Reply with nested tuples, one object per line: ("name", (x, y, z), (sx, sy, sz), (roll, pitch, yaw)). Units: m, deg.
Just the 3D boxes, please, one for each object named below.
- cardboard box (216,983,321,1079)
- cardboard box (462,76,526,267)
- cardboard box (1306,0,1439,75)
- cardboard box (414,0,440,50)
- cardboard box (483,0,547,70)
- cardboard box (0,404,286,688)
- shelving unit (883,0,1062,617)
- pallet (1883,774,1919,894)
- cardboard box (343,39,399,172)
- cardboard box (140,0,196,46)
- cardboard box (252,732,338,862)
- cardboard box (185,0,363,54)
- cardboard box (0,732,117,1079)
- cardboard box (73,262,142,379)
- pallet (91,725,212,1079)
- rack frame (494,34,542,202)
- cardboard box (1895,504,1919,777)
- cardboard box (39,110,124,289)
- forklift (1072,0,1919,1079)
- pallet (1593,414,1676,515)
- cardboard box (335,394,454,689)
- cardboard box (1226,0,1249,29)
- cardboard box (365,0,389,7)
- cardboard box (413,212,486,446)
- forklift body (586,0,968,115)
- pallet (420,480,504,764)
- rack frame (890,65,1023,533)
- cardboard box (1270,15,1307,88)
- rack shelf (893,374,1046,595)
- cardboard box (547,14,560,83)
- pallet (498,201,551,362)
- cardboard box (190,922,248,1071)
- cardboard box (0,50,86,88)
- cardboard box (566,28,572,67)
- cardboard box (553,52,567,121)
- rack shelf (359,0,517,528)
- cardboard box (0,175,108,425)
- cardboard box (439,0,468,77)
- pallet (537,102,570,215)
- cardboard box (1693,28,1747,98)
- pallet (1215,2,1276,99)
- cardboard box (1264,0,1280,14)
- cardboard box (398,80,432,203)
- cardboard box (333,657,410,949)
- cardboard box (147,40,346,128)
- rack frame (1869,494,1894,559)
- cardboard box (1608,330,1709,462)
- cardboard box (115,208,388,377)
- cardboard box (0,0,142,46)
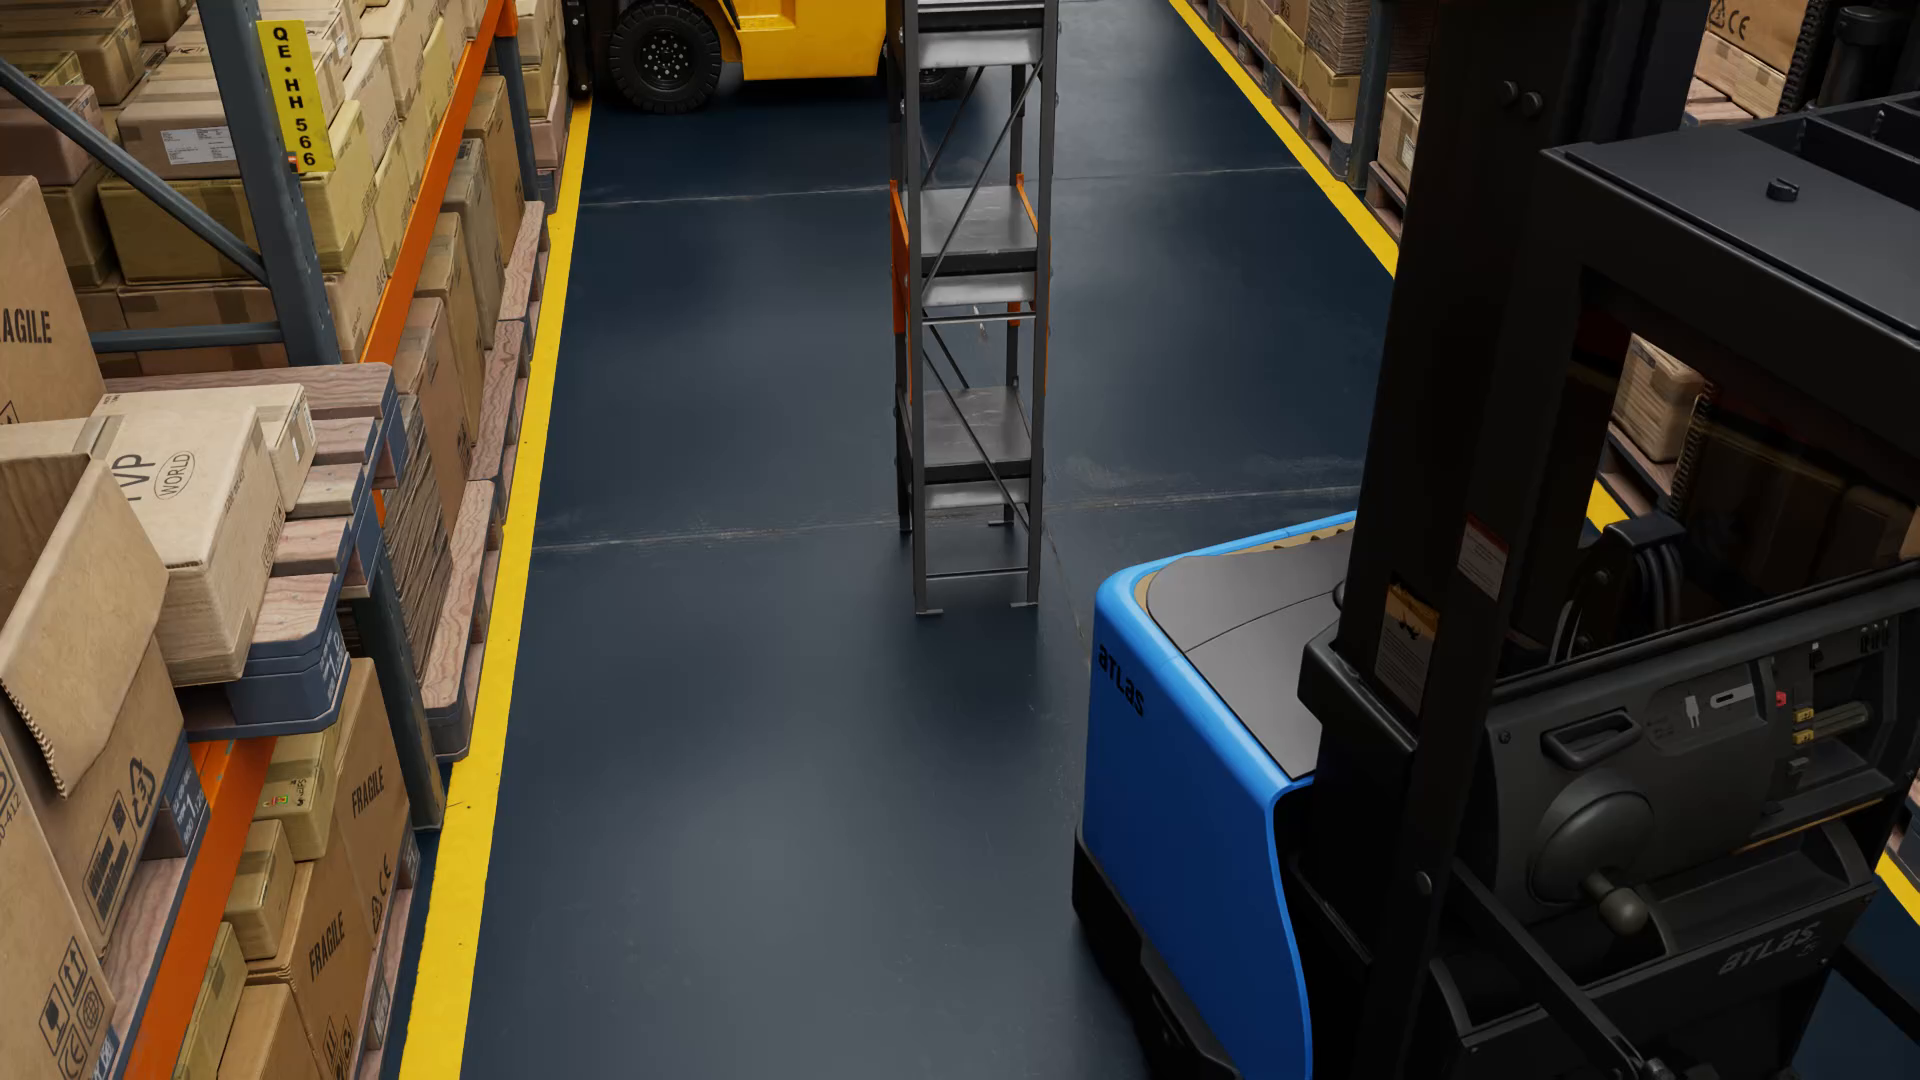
("cardboard box", (-1.530, 1.216, 3.149), (0.500, 0.500, 0.500), (-3, 34, -4))
("cardboard box", (-2.387, -1.569, 7.124), (0.875, 0.625, 0.625), (-3, 34, -4))
("cardboard box", (2.104, -2.702, 8.454), (0.500, 0.500, 0.500), (-5, 35, -7))
("cardboard box", (-1.960, -1.702, 5.273), (0.500, 0.250, 0.500), (-4, 34, -6))
("cardboard box", (-2.222, -2.411, 7.805), (0.500, 0.250, 0.500), (-5, 35, -7))
("cardboard box", (-1.468, 0.018, 2.821), (0.500, 0.250, 0.500), (-6, 35, -9))
("shelving unit", (0.022, -0.775, 5.023), (0.431, 2.100, 0.503), (-4, 35, -6))
("pallet", (3.019, 0.785, 4.411), (1.003, 0.211, 1.213), (-4, 35, -6))
("cardboard box", (-1.814, -1.125, 4.427), (0.500, 0.250, 0.500), (-3, 34, -5))
("cardboard box", (-2.401, -1.374, 4.792), (0.500, 0.250, 0.500), (-5, 35, -7))
("cardboard box", (-1.545, 0.563, 3.531), (0.380, 0.149, 0.250), (-6, 35, -9))
("cardboard box", (-1.826, -1.380, 4.446), (0.380, 0.149, 0.250), (-4, 34, -6))
("cardboard box", (-1.411, 0.569, 1.790), (0.700, 0.500, 0.500), (-5, 35, -7))
("cardboard box", (-2.244, -0.604, 4.106), (0.500, 0.250, 0.500), (-5, 35, -7))
("pallet", (-1.664, 0.729, 2.187), (1.003, 0.211, 1.213), (-4, 35, -6))
("rack frame", (-2.468, -2.667, 7.000), (1.000, 3.000, 0.127), (-4, 35, -6))
("cardboard box", (2.998, 0.283, 4.185), (0.875, 0.875, 0.875), (-5, 35, -7))
("cardboard box", (-2.266, -0.809, 3.963), (0.500, 0.250, 0.500), (-4, 34, -5))
("forklift", (1.325, 0.412, 2.543), (1.130, 2.935, 3.031), (-13, 36, -19))
("pallet", (2.884, -0.097, 5.705), (1.003, 0.211, 1.213), (-4, 35, -6))
("cardboard box", (-2.001, 0.024, 4.787), (0.875, 0.625, 0.625), (-3, 34, -5))
("cardboard box", (1.893, -3.254, 9.931), (0.500, 0.250, 0.500), (-2, 34, -3))
("cardboard box", (-1.865, -1.664, 4.863), (0.380, 0.149, 0.250), (-4, 34, -5))
("cardboard box", (-2.187, -0.716, 5.873), (0.875, 0.625, 0.625), (-6, 35, -8))
("forklift body", (-0.943, -3.628, 9.164), (2.313, 2.155, 1.214), (-4, 35, -6))
("pallet", (-2.002, 0.255, 5.188), (1.003, 0.211, 1.213), (-4, 35, -6))
("rack frame", (-0.011, -0.911, 5.223), (0.400, 2.100, 0.015), (-4, 35, -6))
("cardboard box", (2.022, -2.688, 9.100), (0.500, 0.250, 0.500), (-5, 35, -8))
("rack shelf", (0.022, -0.186, 5.425), (0.431, 0.518, 0.480), (-4, 35, -6))
("cardboard box", (-2.297, -2.485, 8.358), (0.500, 0.250, 0.500), (-5, 35, -7))
("pallet", (-2.330, -1.107, 7.186), (1.003, 0.211, 1.213), (-4, 35, -6))
("cardboard box", (-1.563, 0.864, 3.089), (0.380, 0.149, 0.250), (-3, 34, -5))
("cardboard box", (-2.320, -1.048, 3.960), (0.380, 0.149, 0.250), (-4, 34, -5))
("cardboard box", (-2.422, -2.852, 9.340), (0.500, 0.250, 0.500), (-3, 34, -5))
("cardboard box", (-2.289, -2.282, 8.503), (0.500, 0.250, 0.500), (-5, 35, -7))
("rack shelf", (-2.199, -1.254, 5.565), (1.077, 0.370, 4.000), (-4, 35, -6))
("cardboard box", (-2.016, -0.351, 3.139), (0.500, 0.500, 0.500), (-3, 34, -4))
("cardboard box", (-2.032, -1.784, 5.838), (0.500, 0.250, 0.500), (-4, 34, -6))
("pallet", (-2.534, -1.962, 8.441), (1.003, 0.211, 1.213), (-4, 35, -6))
("cardboard box", (2.499, -1.470, 5.094), (0.380, 0.149, 0.250), (-6, 35, -9))
("pallet", (2.157, -2.947, 9.887), (1.003, 0.211, 1.213), (-4, 35, -6))
("cardboard box", (1.965, -3.270, 9.288), (0.500, 0.500, 0.500), (-3, 34, -4))
("cardboard box", (-1.887, -1.207, 4.991), (0.500, 0.250, 0.500), (-5, 35, -8))
("cardboard box", (-1.660, 0.644, 3.988), (0.500, 0.500, 0.500), (-3, 34, -5))
("cardboard box", (-1.718, -1.093, 4.026), (0.380, 0.149, 0.250), (-4, 34, -5))
("rack frame", (2.988, -0.813, 4.279), (1.000, 3.000, 0.127), (-4, 35, -6))
("cardboard box", (2.815, -0.628, 5.968), (0.950, 0.372, 0.625), (-5, 35, -7))
("cardboard box", (-1.748, -0.639, 4.157), (0.500, 0.250, 0.500), (-4, 35, -6))
("cardboard box", (-2.397, -1.329, 4.372), (0.380, 0.149, 0.250), (-5, 35, -7))
